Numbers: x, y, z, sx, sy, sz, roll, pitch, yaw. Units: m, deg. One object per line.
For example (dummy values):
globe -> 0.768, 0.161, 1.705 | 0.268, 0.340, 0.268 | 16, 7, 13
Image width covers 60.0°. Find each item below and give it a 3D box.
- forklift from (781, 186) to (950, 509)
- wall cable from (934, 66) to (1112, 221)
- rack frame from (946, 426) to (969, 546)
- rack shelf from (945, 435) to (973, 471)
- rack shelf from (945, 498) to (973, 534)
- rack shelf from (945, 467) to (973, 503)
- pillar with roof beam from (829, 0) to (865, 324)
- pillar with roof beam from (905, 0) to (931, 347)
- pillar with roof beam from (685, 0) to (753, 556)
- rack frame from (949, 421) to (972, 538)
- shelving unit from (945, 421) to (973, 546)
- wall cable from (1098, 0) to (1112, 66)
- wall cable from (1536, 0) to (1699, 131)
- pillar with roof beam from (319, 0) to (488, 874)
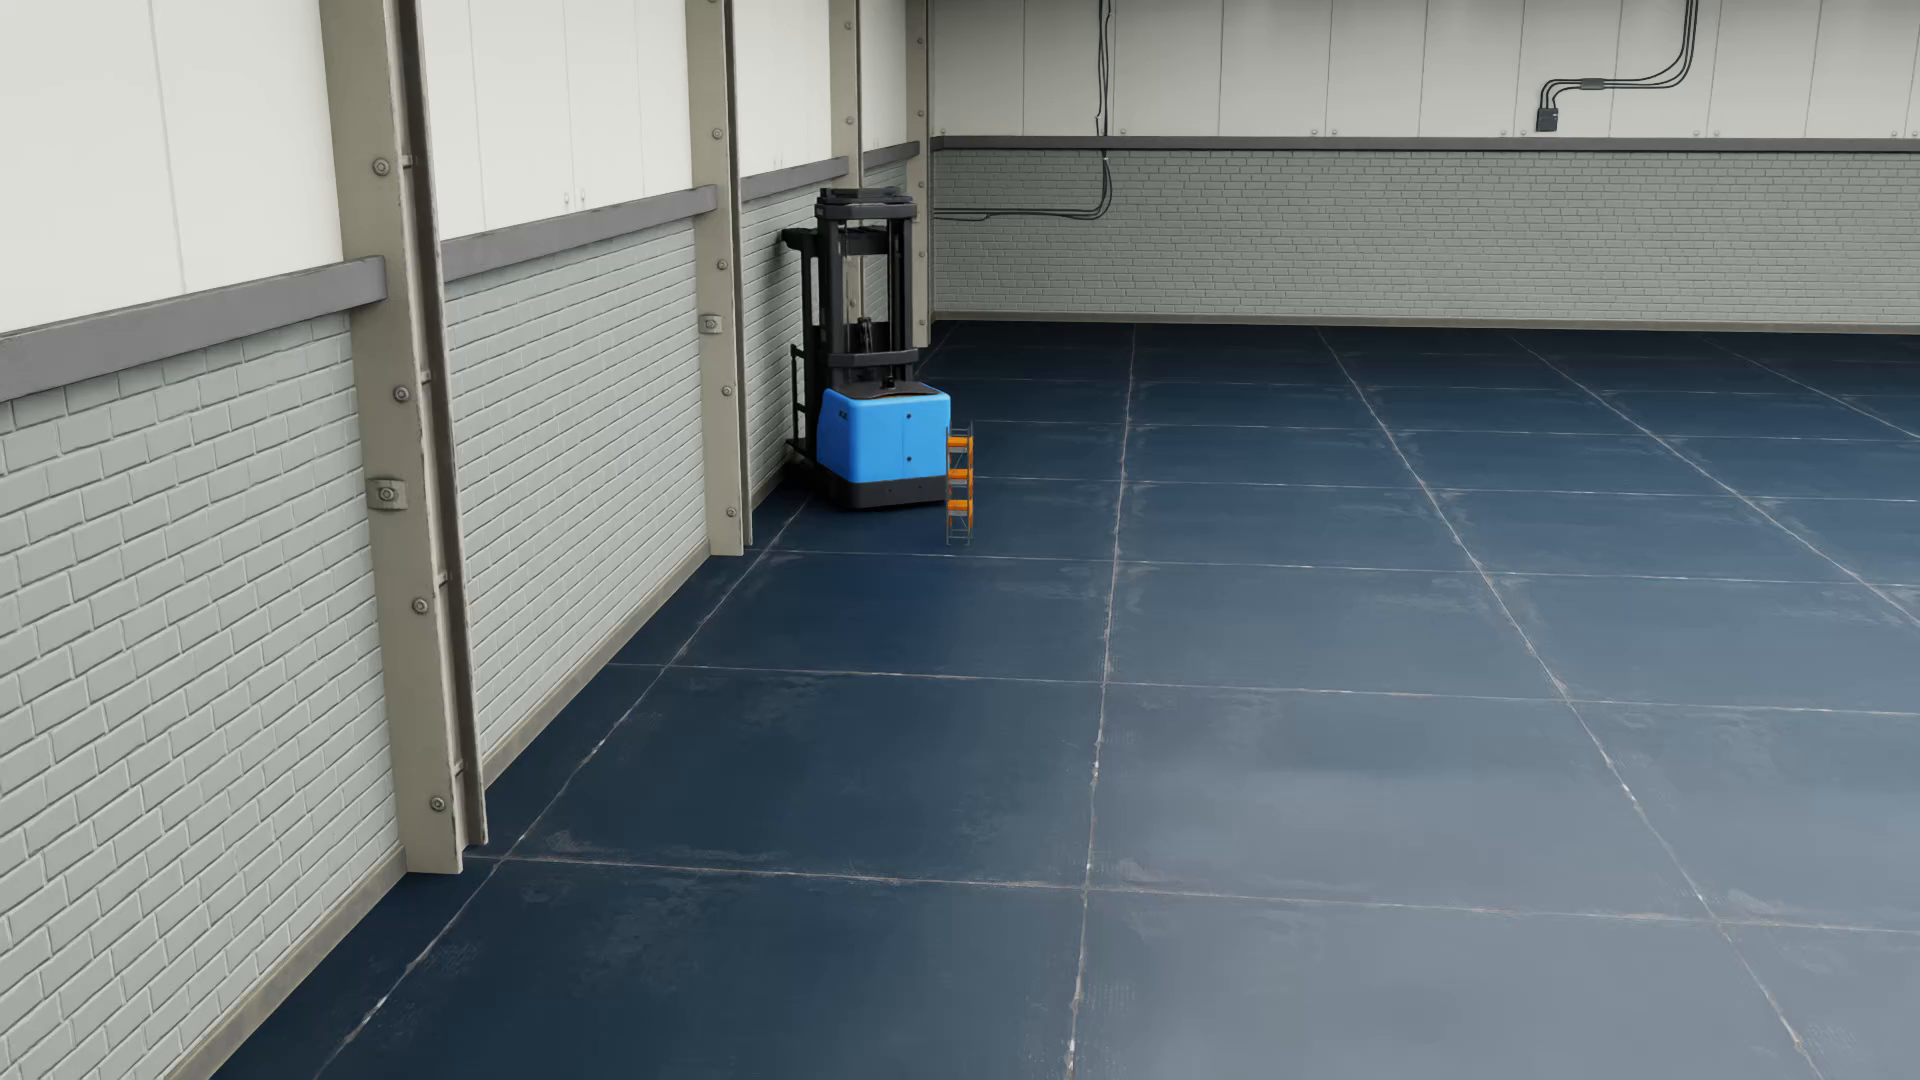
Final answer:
forklift -> -1.112, -2.049, 16.625 | 1.130, 2.935, 3.031 | -6, 16, -22
wall cable -> 1.012, -6.604, 27.794 | 3.097, 2.526, 0.112 | 2, 15, 6
rack frame -> -0.020, -0.461, 14.357 | 0.200, 1.050, 0.008 | 2, 15, 6
rack shelf -> -0.006, -0.757, 14.402 | 0.215, 0.259, 0.240 | 2, 15, 6
rack shelf -> -0.006, -0.214, 14.549 | 0.215, 0.259, 0.240 | 2, 15, 6
rack shelf -> -0.006, -0.483, 14.476 | 0.215, 0.259, 0.240 | 2, 15, 6
pillar with roof beam -> 2.966, -5.695, 18.483 | 9.100, 9.000, 0.400 | 2, 15, 6
pillar with roof beam -> 3.643, -7.251, 24.238 | 9.100, 9.000, 0.400 | 2, 15, 6
pillar with roof beam -> 2.289, -4.139, 12.728 | 9.100, 9.000, 0.400 | 2, 15, 6
rack frame -> 0.008, -0.525, 14.591 | 0.200, 1.050, 0.008 | 2, 15, 6
shelving unit -> -0.006, -0.493, 14.474 | 0.215, 1.050, 0.252 | 2, 15, 6
wall cable -> 3.700, -8.962, 26.840 | 3.097, 2.526, 0.112 | 2, 15, 6
wall cable -> 10.443, -9.461, 25.896 | 2.305, 6.003, 0.169 | 2, 15, 6
pillar with roof beam -> 1.612, -2.583, 6.973 | 9.100, 9.000, 0.400 | 2, 15, 6
